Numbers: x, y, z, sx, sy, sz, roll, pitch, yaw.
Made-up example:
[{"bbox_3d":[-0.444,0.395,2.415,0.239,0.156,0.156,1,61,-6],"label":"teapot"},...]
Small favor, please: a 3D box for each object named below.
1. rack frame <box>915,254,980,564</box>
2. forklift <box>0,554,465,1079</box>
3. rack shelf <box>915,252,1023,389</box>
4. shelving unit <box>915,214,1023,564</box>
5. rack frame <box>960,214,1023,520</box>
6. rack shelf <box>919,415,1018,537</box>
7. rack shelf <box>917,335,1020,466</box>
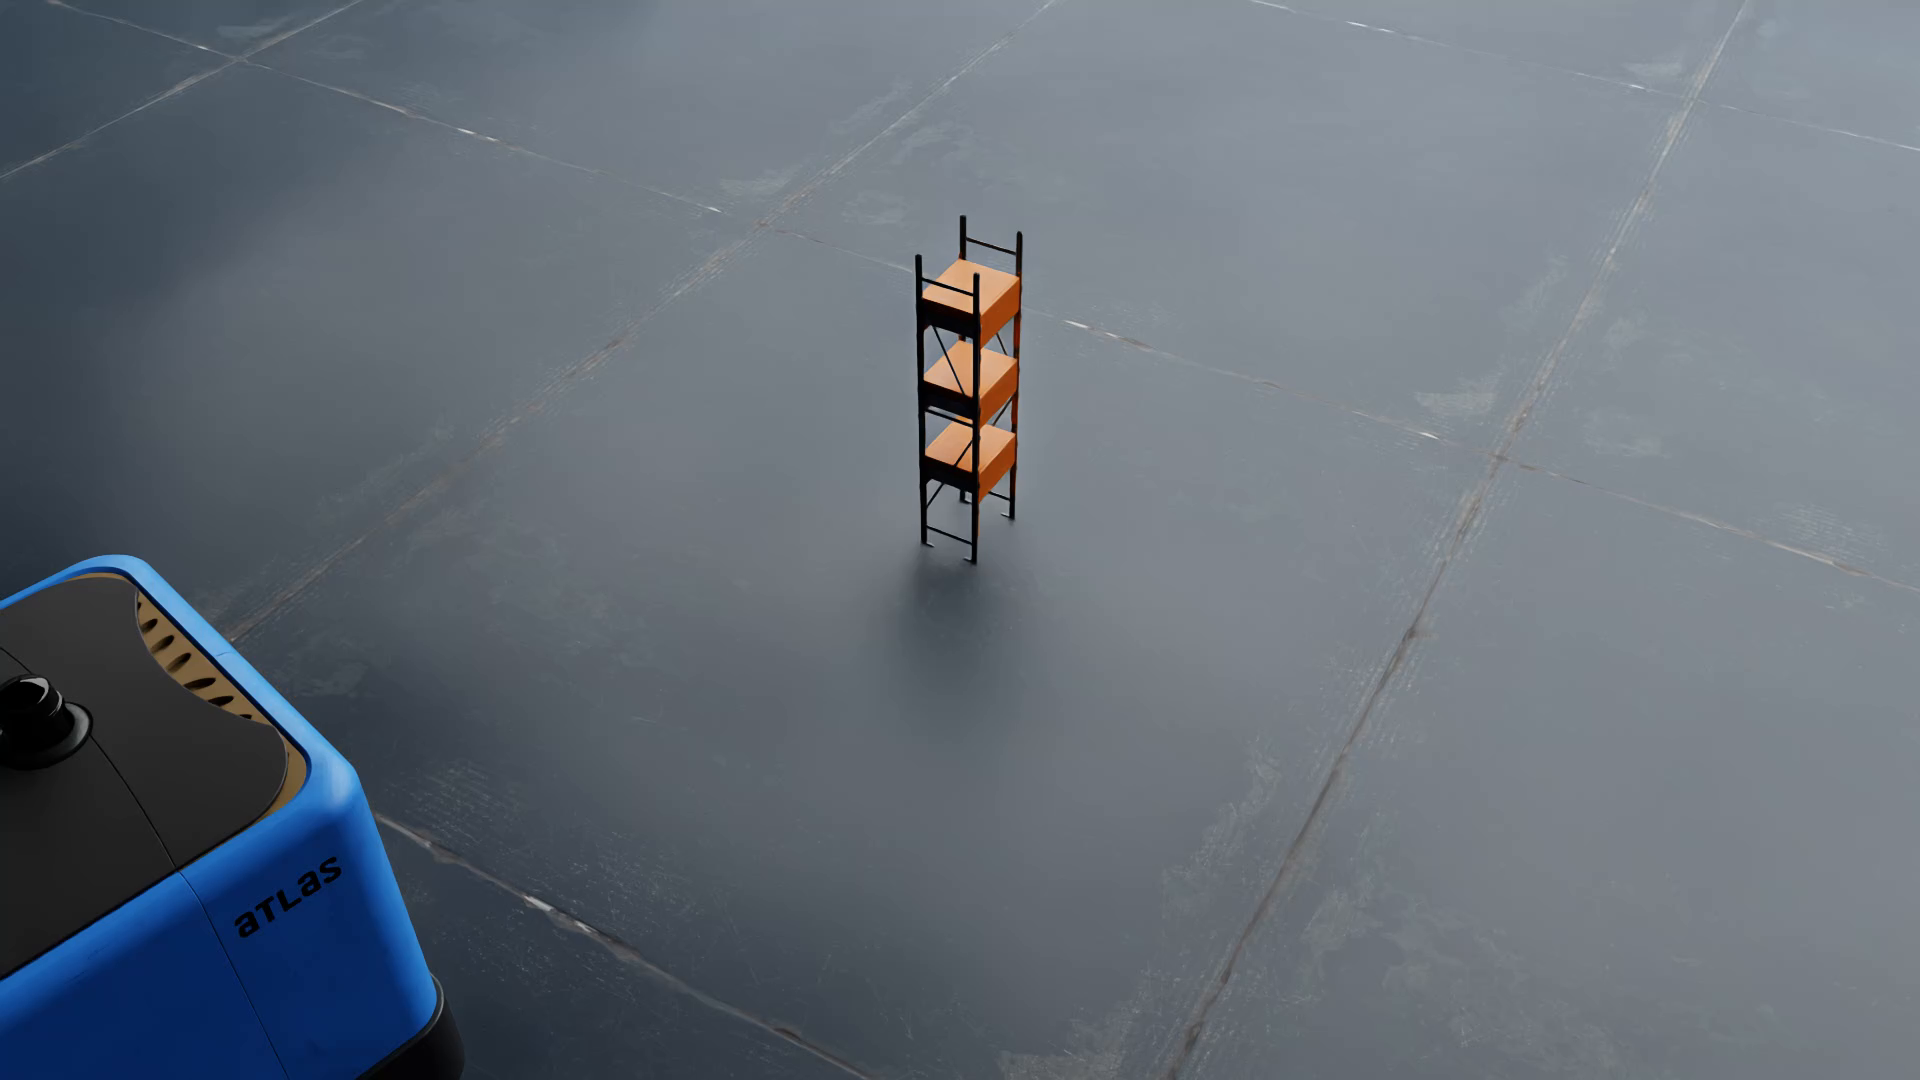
[{"bbox_3d":[-0.034,-0.355,4.859,0.200,1.050,0.008,21,45,22],"label":"rack frame"},{"bbox_3d":[-2.508,0.635,2.311,1.130,2.935,3.031,32,51,31],"label":"forklift"},{"bbox_3d":[0.027,-0.630,4.757,0.215,0.259,0.240,21,45,22],"label":"rack shelf"},{"bbox_3d":[0.027,-0.425,4.938,0.215,1.050,0.252,21,45,22],"label":"shelving unit"},{"bbox_3d":[0.088,-0.494,5.017,0.200,1.050,0.008,21,45,22],"label":"rack frame"},{"bbox_3d":[0.027,-0.208,5.128,0.215,0.259,0.240,21,45,22],"label":"rack shelf"},{"bbox_3d":[0.027,-0.417,4.945,0.215,0.259,0.240,21,45,22],"label":"rack shelf"}]
